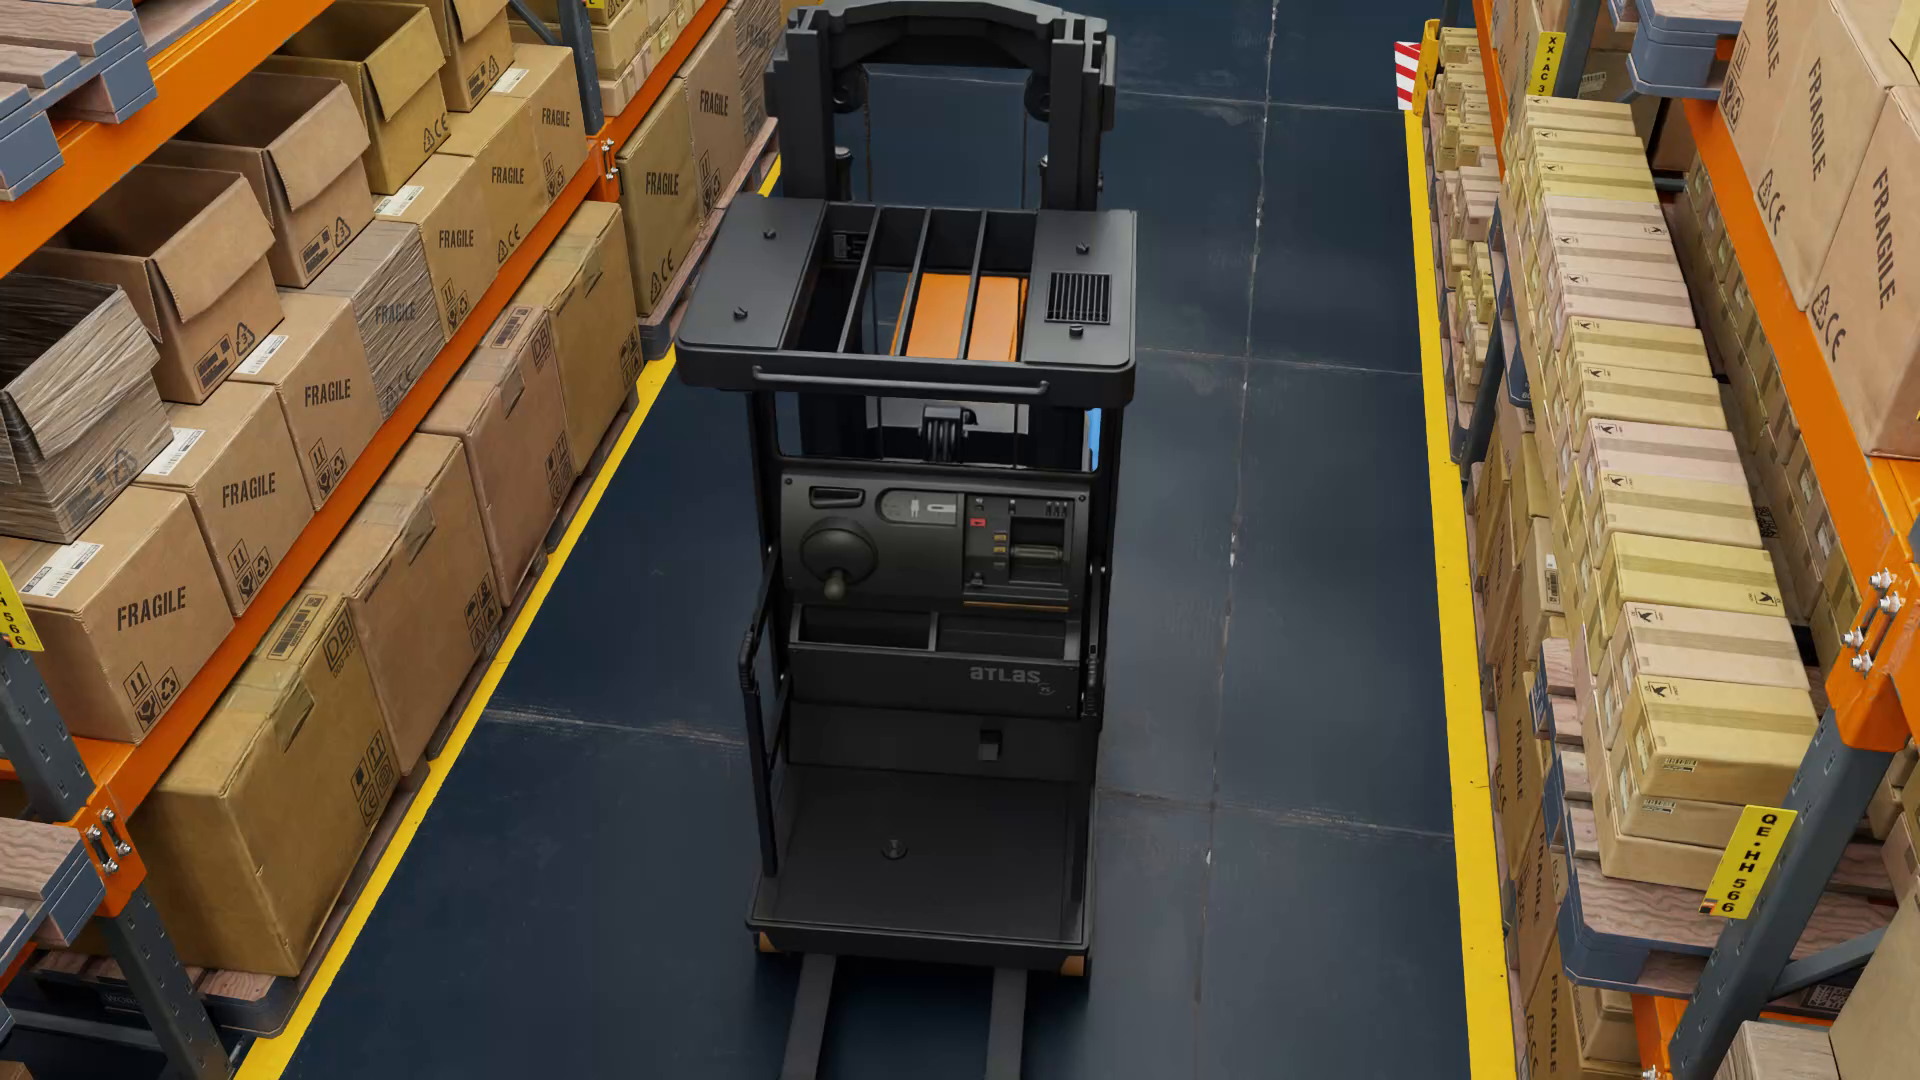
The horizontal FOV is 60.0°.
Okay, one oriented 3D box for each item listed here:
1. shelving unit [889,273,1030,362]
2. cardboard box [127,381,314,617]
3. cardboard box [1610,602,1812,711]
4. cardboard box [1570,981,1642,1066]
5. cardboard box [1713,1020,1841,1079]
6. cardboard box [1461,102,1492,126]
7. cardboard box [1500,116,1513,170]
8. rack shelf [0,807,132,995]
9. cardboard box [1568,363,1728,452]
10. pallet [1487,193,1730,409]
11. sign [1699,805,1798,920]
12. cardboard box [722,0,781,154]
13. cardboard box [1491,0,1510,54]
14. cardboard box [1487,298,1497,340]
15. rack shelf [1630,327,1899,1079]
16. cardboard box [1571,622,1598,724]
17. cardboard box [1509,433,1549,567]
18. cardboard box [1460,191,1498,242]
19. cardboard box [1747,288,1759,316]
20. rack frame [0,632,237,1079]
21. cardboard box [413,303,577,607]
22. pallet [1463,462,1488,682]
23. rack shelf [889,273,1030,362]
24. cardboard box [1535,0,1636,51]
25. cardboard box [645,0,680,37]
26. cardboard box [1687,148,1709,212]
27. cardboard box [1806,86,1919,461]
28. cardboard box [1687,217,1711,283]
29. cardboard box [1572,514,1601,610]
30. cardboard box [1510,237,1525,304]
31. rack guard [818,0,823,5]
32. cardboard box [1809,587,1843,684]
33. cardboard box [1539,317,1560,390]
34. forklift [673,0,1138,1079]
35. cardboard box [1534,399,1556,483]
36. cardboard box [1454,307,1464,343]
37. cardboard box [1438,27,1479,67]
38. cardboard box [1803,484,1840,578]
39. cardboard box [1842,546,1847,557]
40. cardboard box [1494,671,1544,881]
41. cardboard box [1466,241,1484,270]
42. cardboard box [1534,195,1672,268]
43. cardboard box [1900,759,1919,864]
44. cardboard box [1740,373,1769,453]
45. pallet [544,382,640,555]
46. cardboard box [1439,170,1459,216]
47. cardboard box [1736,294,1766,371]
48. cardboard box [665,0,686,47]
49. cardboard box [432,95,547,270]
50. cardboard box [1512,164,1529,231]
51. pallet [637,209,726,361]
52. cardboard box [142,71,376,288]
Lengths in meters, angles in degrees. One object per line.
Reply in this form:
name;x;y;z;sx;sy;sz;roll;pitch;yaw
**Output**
shelving unit;-0.012;-0.534;7.013;0.538;1.125;1.048;4;40;5
cardboard box;-2.339;-0.140;4.986;0.500;0.500;0.500;5;40;6
cardboard box;1.768;0.298;3.936;0.380;0.149;0.250;6;40;7
cardboard box;1.949;1.163;4.533;0.500;0.250;0.500;6;40;7
cardboard box;1.746;1.322;3.219;0.500;0.500;0.500;7;40;8
cardboard box;2.931;-2.245;9.053;0.380;0.149;0.250;8;40;9
cardboard box;2.538;-1.684;7.130;0.380;0.149;0.250;5;40;6
rack shelf;-3.124;2.030;3.005;1.077;0.370;4.000;6;40;8
cardboard box;1.949;-0.356;4.727;0.380;0.149;0.250;8;40;10
pallet;2.506;-0.865;6.092;1.003;0.211;1.213;6;40;8
sign;1.553;0.639;3.277;0.100;0.325;0.005;6;40;8
cardboard box;-1.583;-2.884;9.722;0.875;0.875;0.875;6;40;8
cardboard box;2.765;-2.528;7.641;0.500;0.500;0.500;6;40;7
cardboard box;2.587;-0.947;7.482;0.380;0.149;0.250;7;40;9
rack shelf;2.435;0.130;5.303;1.077;0.370;4.000;6;40;8
cardboard box;1.811;0.366;4.321;0.380;0.149;0.250;7;40;8
cardboard box;2.304;-0.121;6.085;0.500;0.250;0.500;7;40;9
cardboard box;2.706;-1.603;8.275;0.380;0.149;0.250;5;40;6
cardboard box;2.721;-0.774;5.232;0.380;0.149;0.250;5;40;6
rack frame;-2.778;0.498;4.294;1.000;3.000;0.127;6;40;8
cardboard box;-2.331;-0.391;6.706;1.225;0.875;0.875;5;40;6
pallet;2.648;0.161;6.889;1.003;0.211;1.213;6;40;8
rack shelf;-0.012;-0.760;6.827;0.538;0.278;1.000;4;40;5
cardboard box;2.596;-2.265;6.539;0.500;0.500;0.500;5;40;6
cardboard box;-1.656;-2.647;7.982;0.500;0.250;0.500;6;40;7
cardboard box;2.907;-1.310;6.115;0.380;0.149;0.250;8;40;9
cardboard box;1.938;-0.473;3.035;0.500;0.500;0.500;6;40;8
cardboard box;2.864;-1.033;6.013;0.380;0.149;0.250;7;40;8
cardboard box;1.858;0.078;4.435;0.380;0.149;0.250;6;40;8
cardboard box;2.171;-0.940;5.900;0.380;0.149;0.250;7;40;8
rack guard;-1.390;-3.575;11.181;1.175;0.500;0.348;6;40;8
cardboard box;2.503;0.277;4.428;0.380;0.149;0.250;8;40;10
cardboard box;2.038;-0.561;5.209;0.380;0.149;0.250;6;40;7
forklift;-0.096;0.082;4.851;1.130;2.935;3.031;3;40;4
cardboard box;1.993;-0.293;5.118;0.380;0.149;0.250;5;40;6
cardboard box;2.623;-1.076;8.105;0.380;0.149;0.250;5;40;6
cardboard box;3.048;-2.914;9.861;0.380;0.149;0.250;5;40;6
cardboard box;2.546;-0.006;4.537;0.380;0.149;0.250;6;40;8
cardboard box;2.497;0.057;4.228;0.380;0.149;0.250;5;40;6
cardboard box;2.115;0.809;5.550;0.500;0.500;0.500;5;40;6
cardboard box;2.751;-1.463;8.339;0.380;0.149;0.250;7;40;9
cardboard box;2.126;-1.007;5.515;0.380;0.149;0.250;6;40;7
cardboard box;2.371;0.647;3.747;0.380;0.149;0.250;8;40;10
cardboard box;2.685;-0.378;5.221;0.380;0.149;0.250;8;40;10
pallet;-2.145;-0.445;7.623;1.003;0.211;1.213;6;40;8
cardboard box;2.836;-1.886;9.085;0.380;0.149;0.250;5;40;6
cardboard box;2.728;-0.654;5.321;0.380;0.149;0.250;4;40;5
cardboard box;-1.573;-2.560;8.190;0.380;0.149;0.250;5;40;6
cardboard box;-1.991;-1.418;6.532;0.500;0.500;0.500;8;40;9
cardboard box;2.217;-1.222;6.009;0.380;0.149;0.250;6;40;7
pallet;-1.878;-1.406;8.785;1.003;0.211;1.213;6;40;8
cardboard box;-2.411;-1.215;5.499;0.797;0.503;0.637;8;40;9
